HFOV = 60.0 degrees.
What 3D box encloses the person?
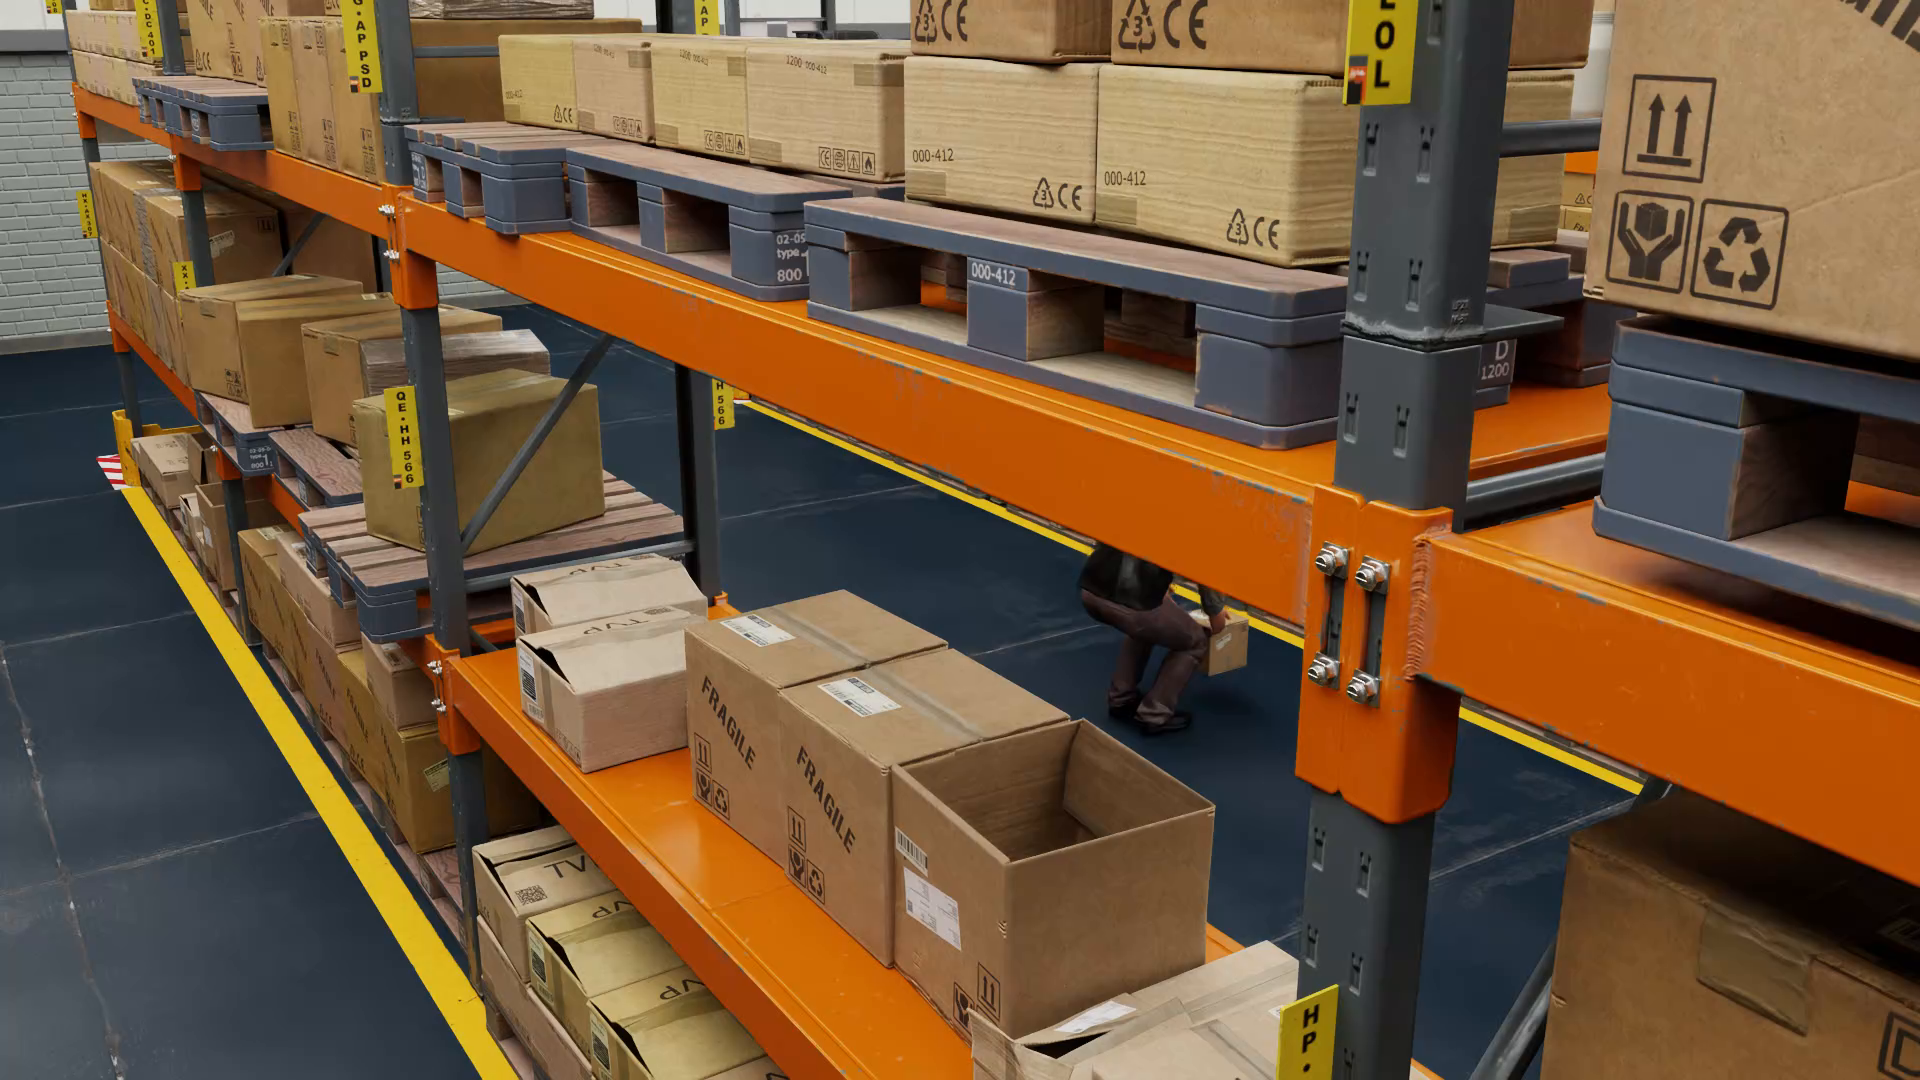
[{"bbox_3d":[0.919,0.255,8.015,0.767,1.289,0.588,-11,21,-31],"label":"person"}]
